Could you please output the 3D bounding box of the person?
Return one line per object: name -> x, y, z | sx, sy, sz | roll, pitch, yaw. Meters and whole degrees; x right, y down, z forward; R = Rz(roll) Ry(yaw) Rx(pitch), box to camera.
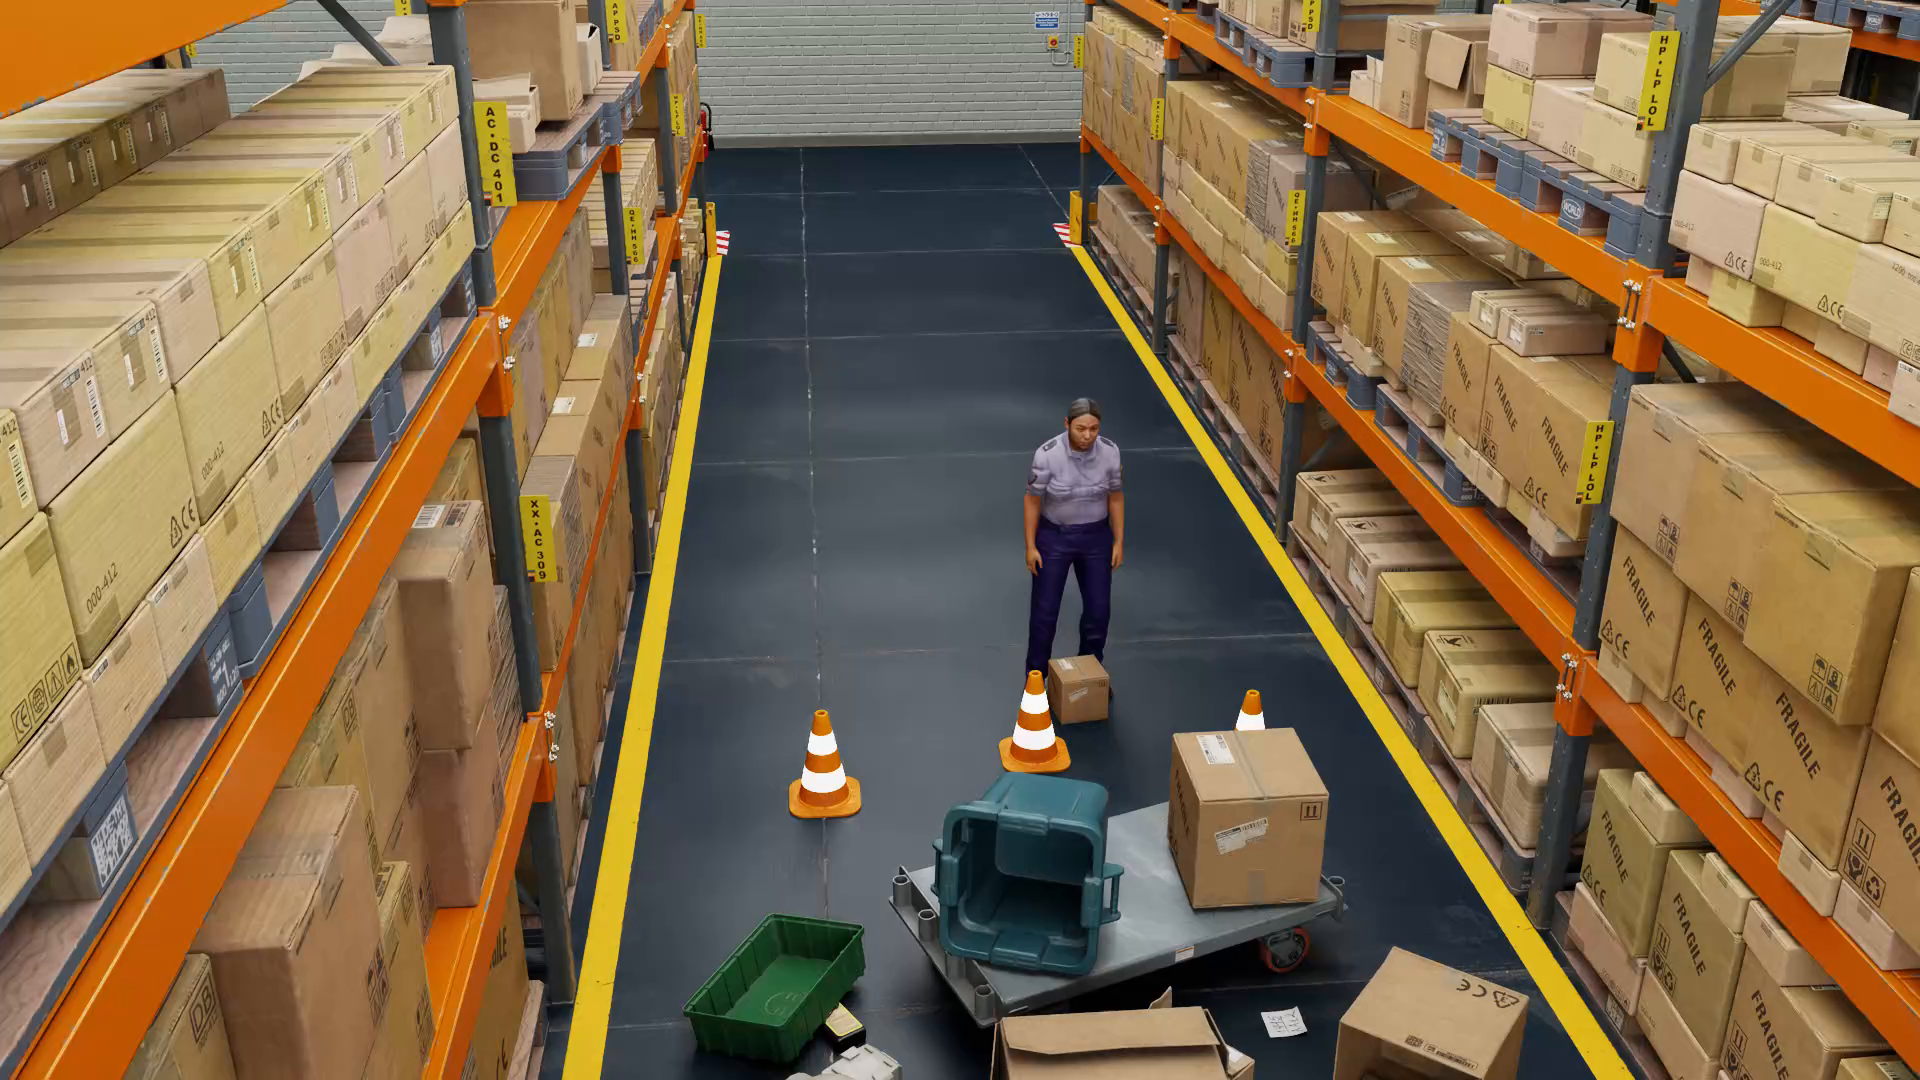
person -> 0.578, 0.042, 8.532 | 0.538, 1.638, 0.371 | -4, 24, -8
